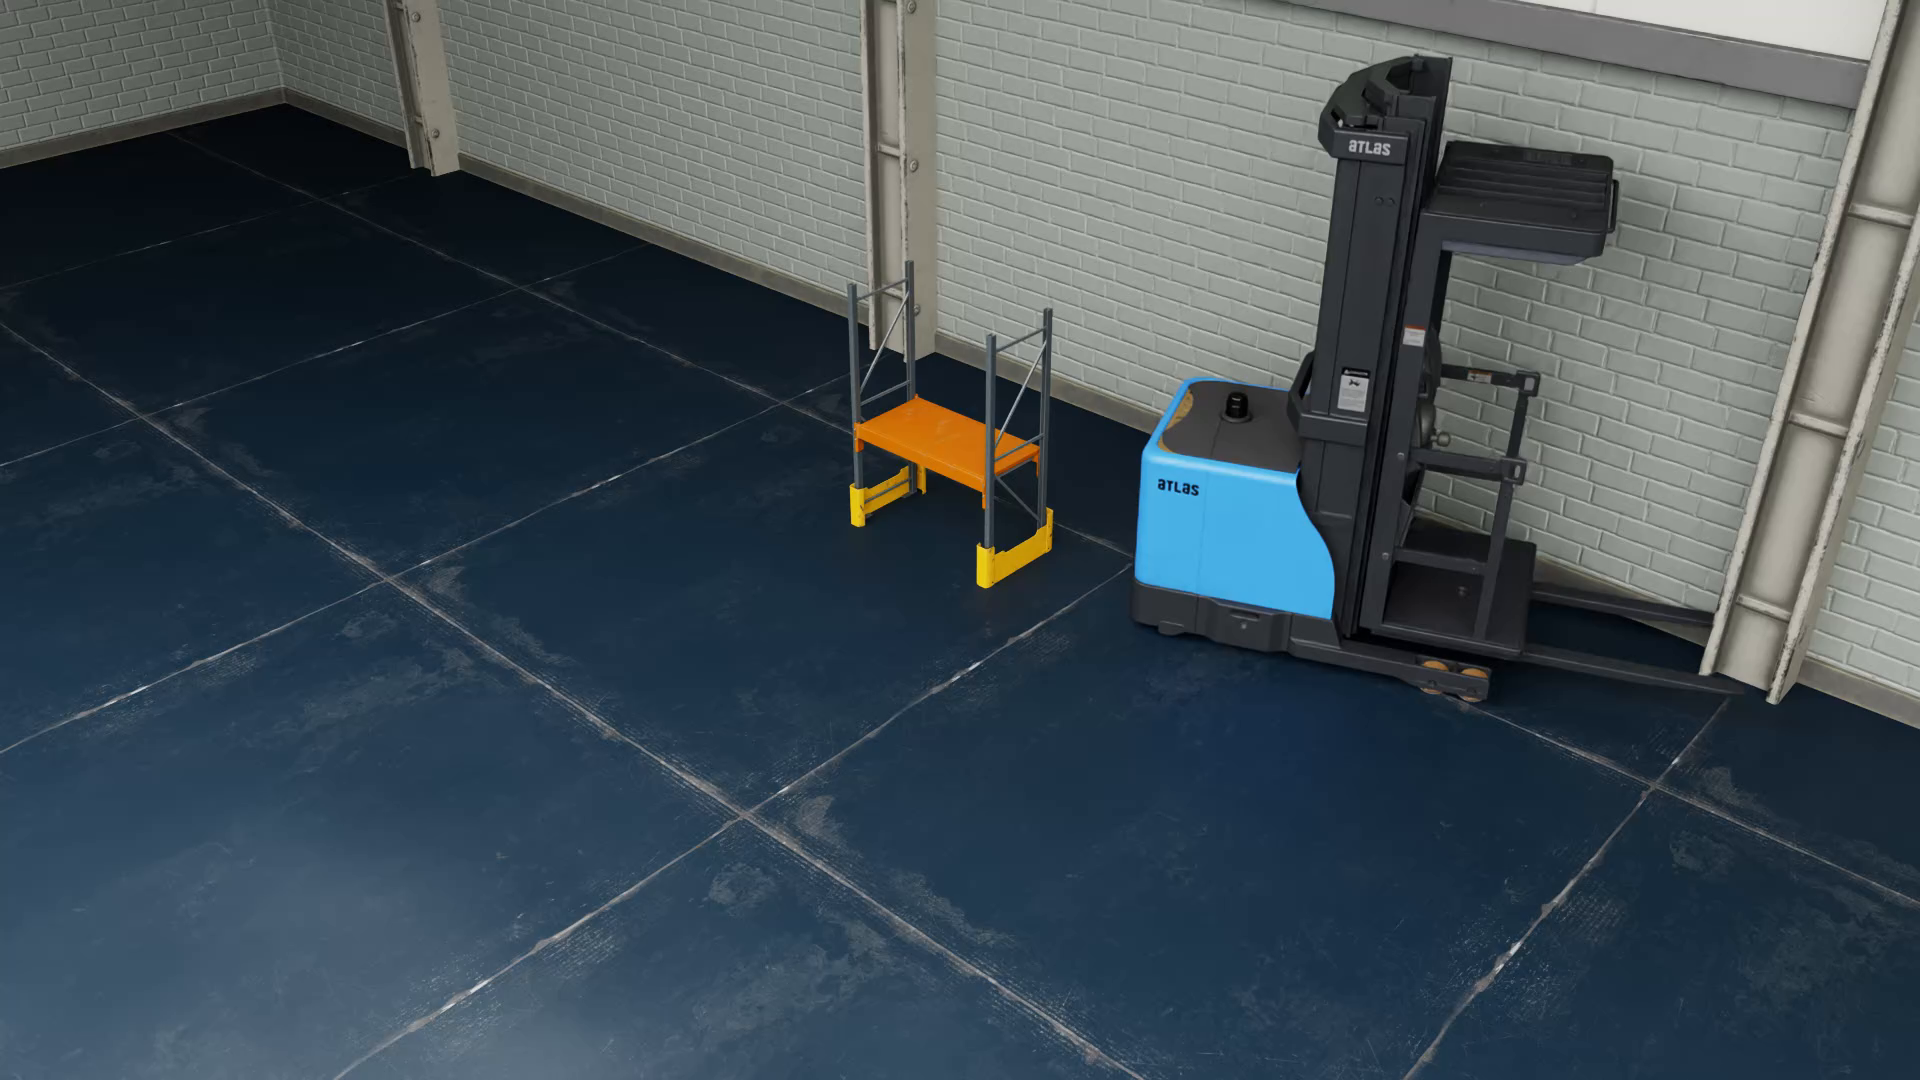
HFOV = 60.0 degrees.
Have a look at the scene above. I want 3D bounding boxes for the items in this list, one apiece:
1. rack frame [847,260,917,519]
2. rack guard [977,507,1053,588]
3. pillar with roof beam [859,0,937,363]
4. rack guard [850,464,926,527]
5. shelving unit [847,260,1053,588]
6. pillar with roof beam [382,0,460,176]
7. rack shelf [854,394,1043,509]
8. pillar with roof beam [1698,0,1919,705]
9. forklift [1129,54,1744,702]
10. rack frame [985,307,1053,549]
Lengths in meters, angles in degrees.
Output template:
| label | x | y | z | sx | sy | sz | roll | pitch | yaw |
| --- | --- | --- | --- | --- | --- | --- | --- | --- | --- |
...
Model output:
| label | x | y | z | sx | sy | sz | roll | pitch | yaw |
| --- | --- | --- | --- | --- | --- | --- | --- | --- | --- |
| rack frame | -0.440 | -0.848 | 9.649 | 0.032 | 1.500 | 0.500 | 25 | 39 | 35 |
| rack guard | 0.313 | 0.039 | 9.388 | 0.087 | 0.250 | 0.587 | 25 | 39 | 35 |
| pillar with roof beam | -3.295 | -3.586 | 6.926 | 0.400 | 9.000 | 9.100 | 25 | 39 | 35 |
| rack guard | -0.426 | -0.306 | 9.960 | 0.087 | 0.250 | 0.587 | 25 | 39 | 35 |
| shelving unit | -0.057 | -0.669 | 9.351 | 1.083 | 1.500 | 0.587 | 25 | 39 | 35 |
| pillar with roof beam | -7.744 | -5.662 | 10.375 | 0.400 | 9.000 | 9.100 | 25 | 39 | 35 |
| rack shelf | -0.063 | -0.518 | 9.449 | 1.000 | 0.185 | 0.538 | 25 | 39 | 35 |
| pillar with roof beam | 1.153 | -1.509 | 3.477 | 0.400 | 9.000 | 9.100 | 25 | 39 | 35 |
| forklift | 2.479 | -0.753 | 8.104 | 3.031 | 2.935 | 1.130 | 11 | 33 | 17 |
| rack frame | 0.314 | -0.496 | 9.064 | 0.032 | 1.500 | 0.500 | 25 | 39 | 35 |
